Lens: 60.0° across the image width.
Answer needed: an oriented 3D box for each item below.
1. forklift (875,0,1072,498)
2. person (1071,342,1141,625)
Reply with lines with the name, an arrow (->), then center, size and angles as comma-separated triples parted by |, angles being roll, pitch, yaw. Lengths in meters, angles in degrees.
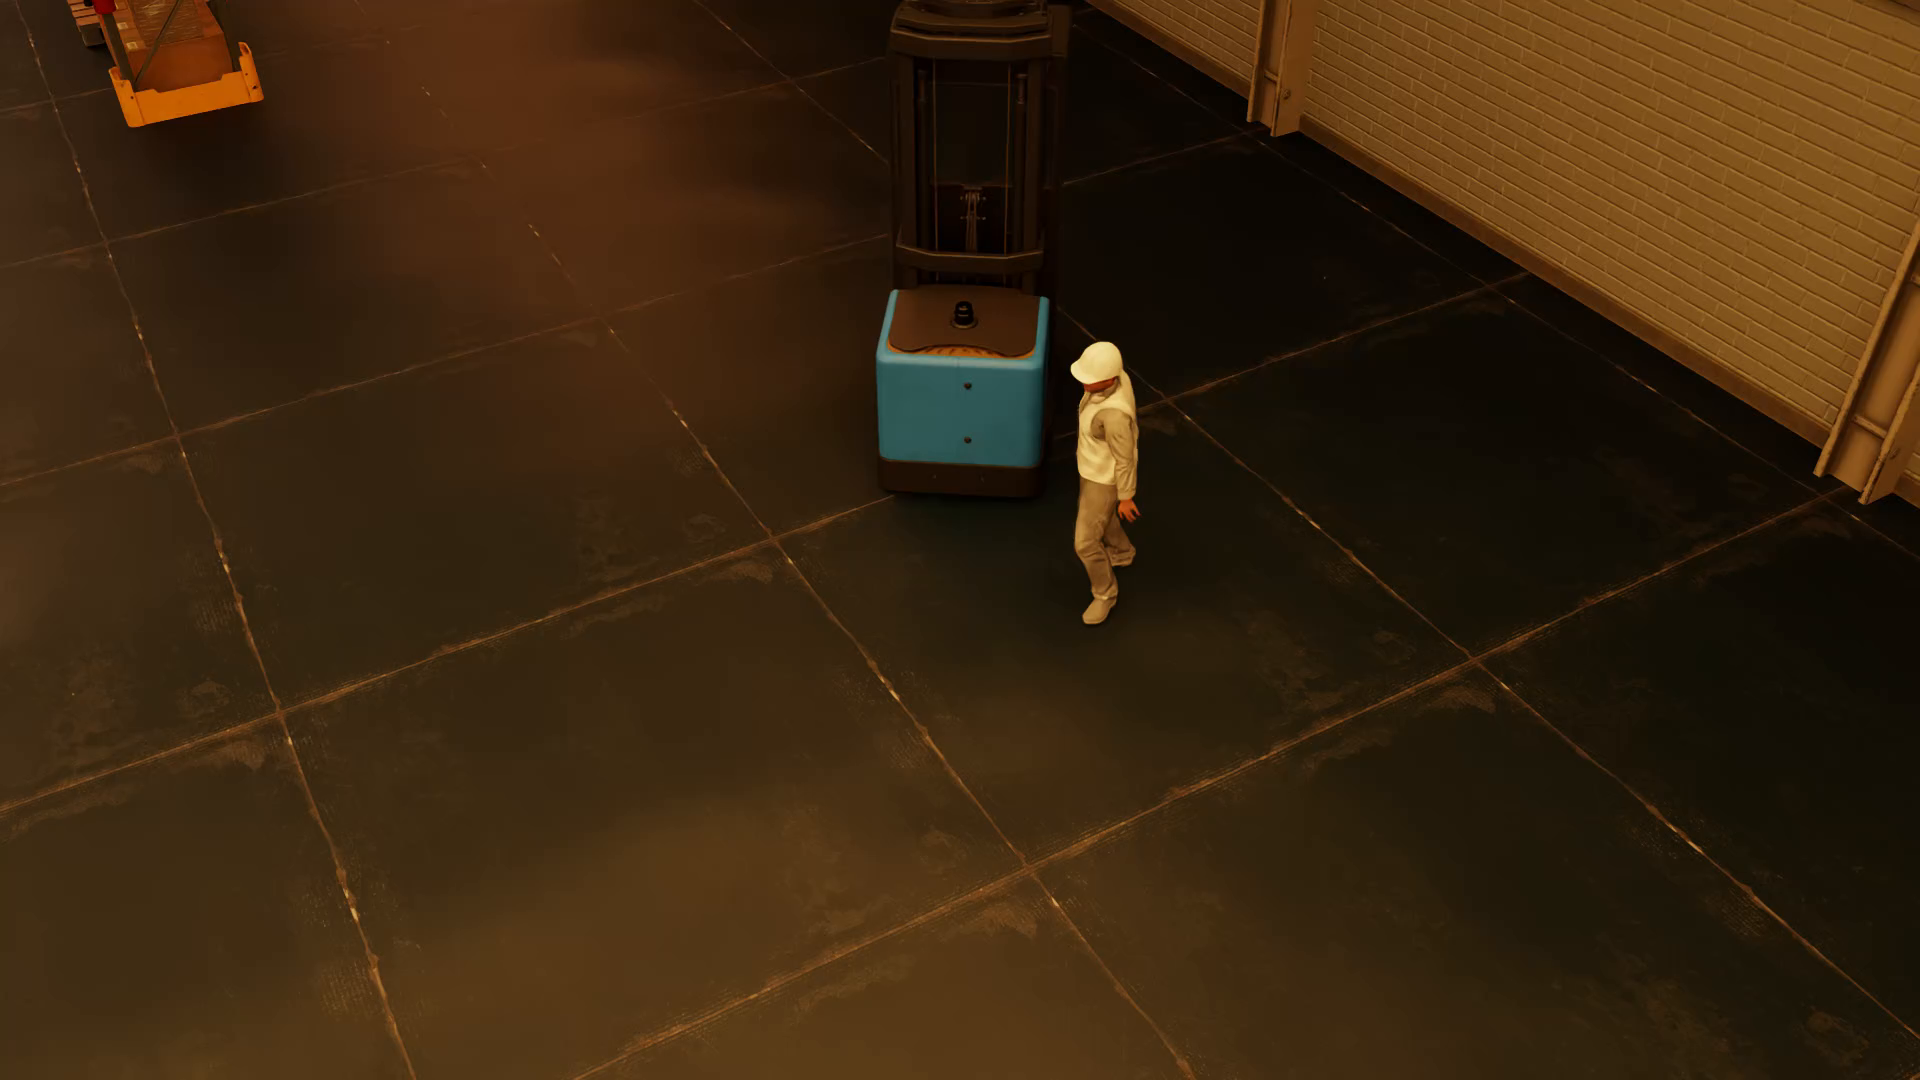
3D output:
forklift -> 0.123, -2.323, 10.837 | 1.130, 2.935, 3.031 | 3, 40, 4
person -> 0.832, -0.421, 9.509 | 0.467, 1.745, 0.867 | 0, 40, 0
